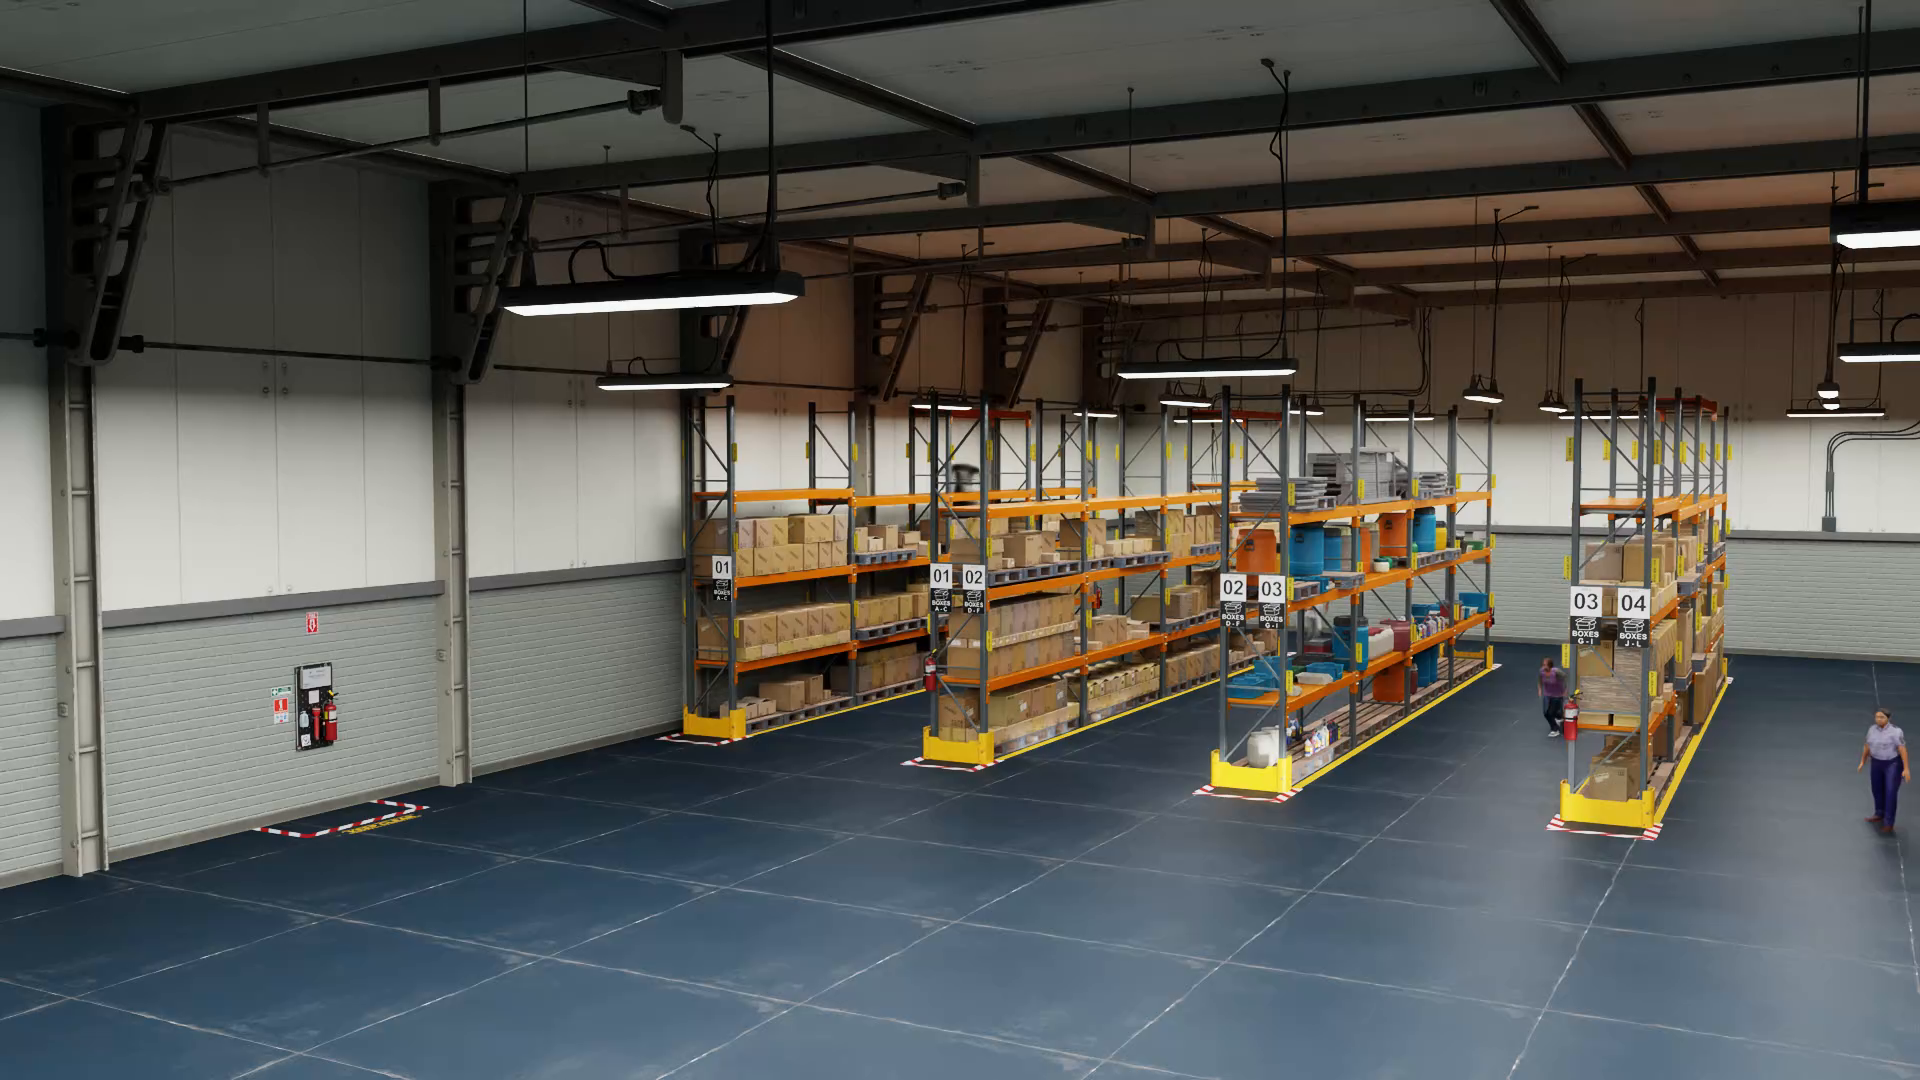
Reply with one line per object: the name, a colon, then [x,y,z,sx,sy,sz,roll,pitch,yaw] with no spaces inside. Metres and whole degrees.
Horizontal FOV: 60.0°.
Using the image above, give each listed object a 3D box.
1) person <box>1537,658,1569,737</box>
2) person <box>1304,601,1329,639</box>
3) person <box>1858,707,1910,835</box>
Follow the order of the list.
person: [10.454,2.756,29.216,0.562,1.430,0.784,2,4,39]
person: [8.960,1.975,41.955,0.733,1.758,0.920,0,3,1]
person: [12.306,3.042,22.118,0.685,1.665,0.728,-1,3,-24]
